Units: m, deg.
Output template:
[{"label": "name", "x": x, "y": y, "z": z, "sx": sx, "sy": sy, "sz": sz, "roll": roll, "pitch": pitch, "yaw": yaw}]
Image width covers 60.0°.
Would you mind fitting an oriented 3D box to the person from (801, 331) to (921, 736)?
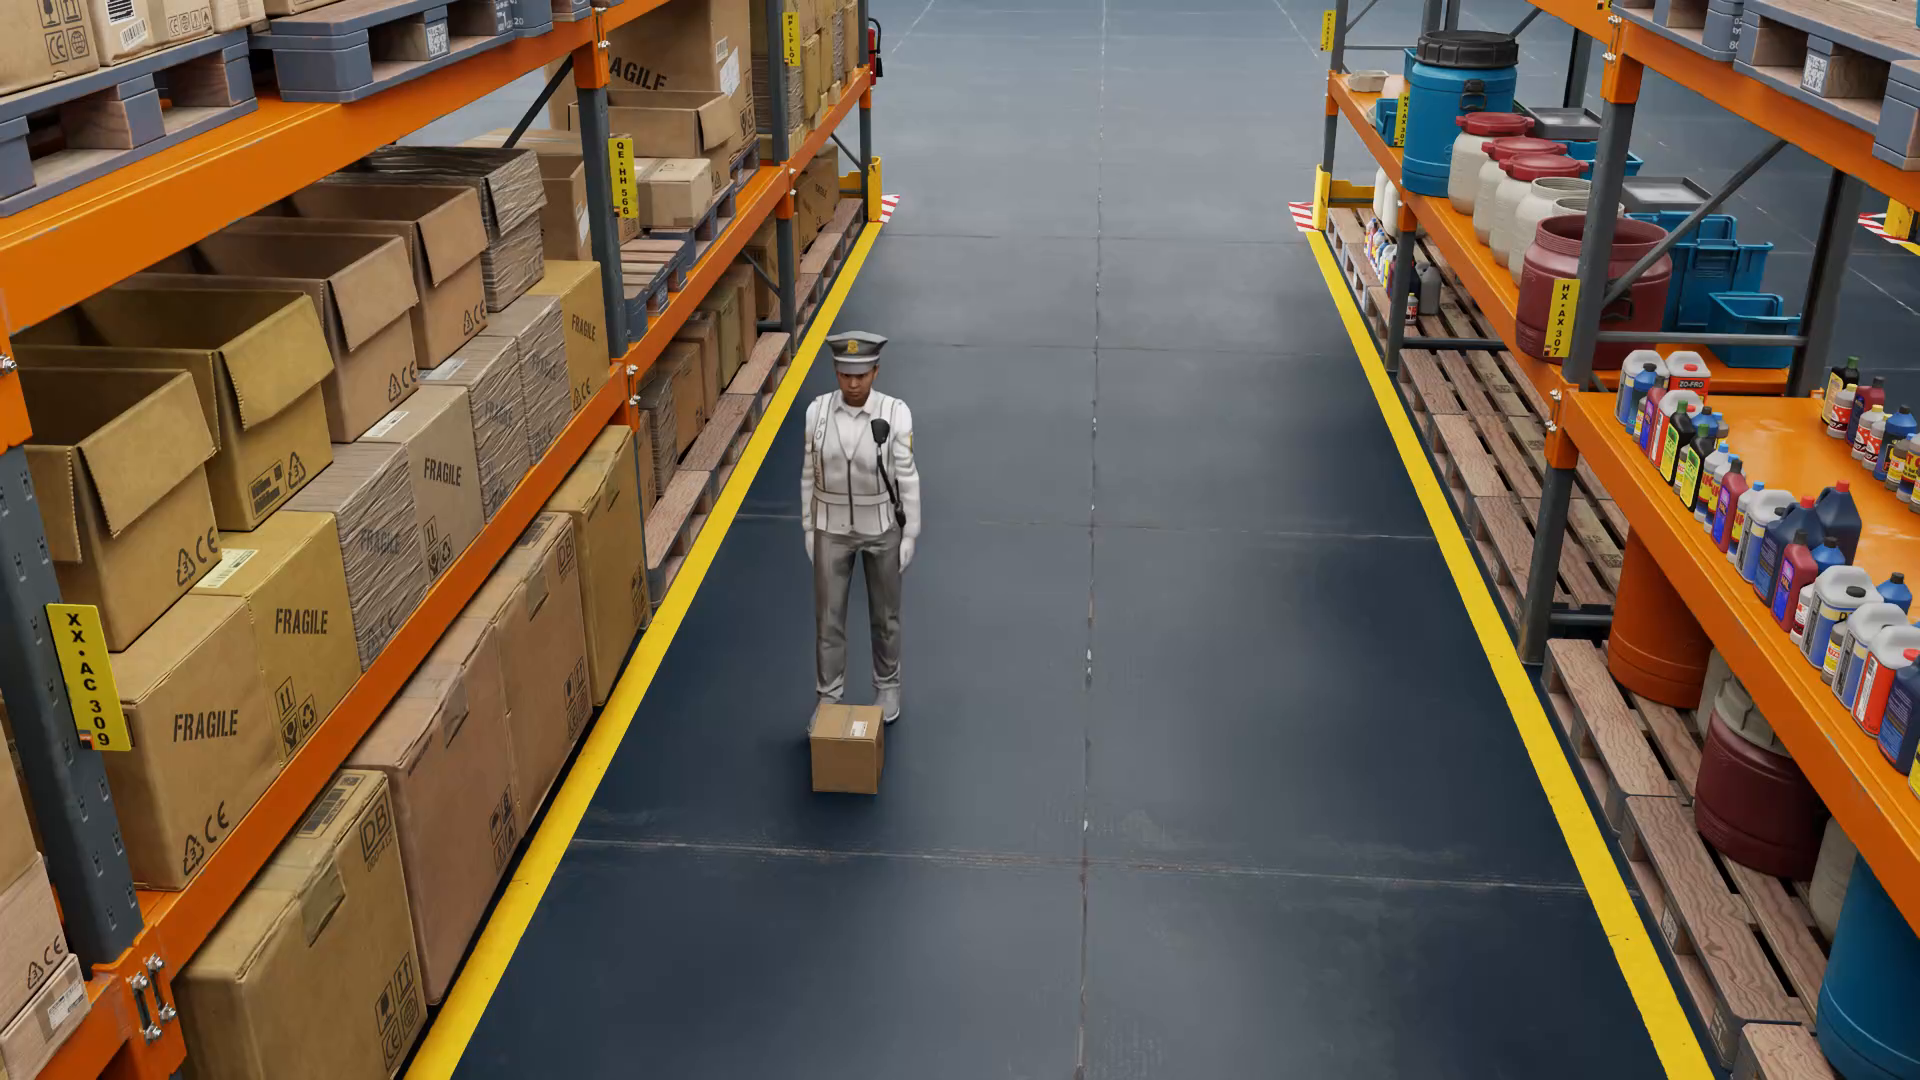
[{"label": "person", "x": -0.401, "y": -0.019, "z": 6.618, "sx": 0.486, "sy": 1.679, "sz": 0.432, "roll": 2, "pitch": 25, "yaw": 5}]
